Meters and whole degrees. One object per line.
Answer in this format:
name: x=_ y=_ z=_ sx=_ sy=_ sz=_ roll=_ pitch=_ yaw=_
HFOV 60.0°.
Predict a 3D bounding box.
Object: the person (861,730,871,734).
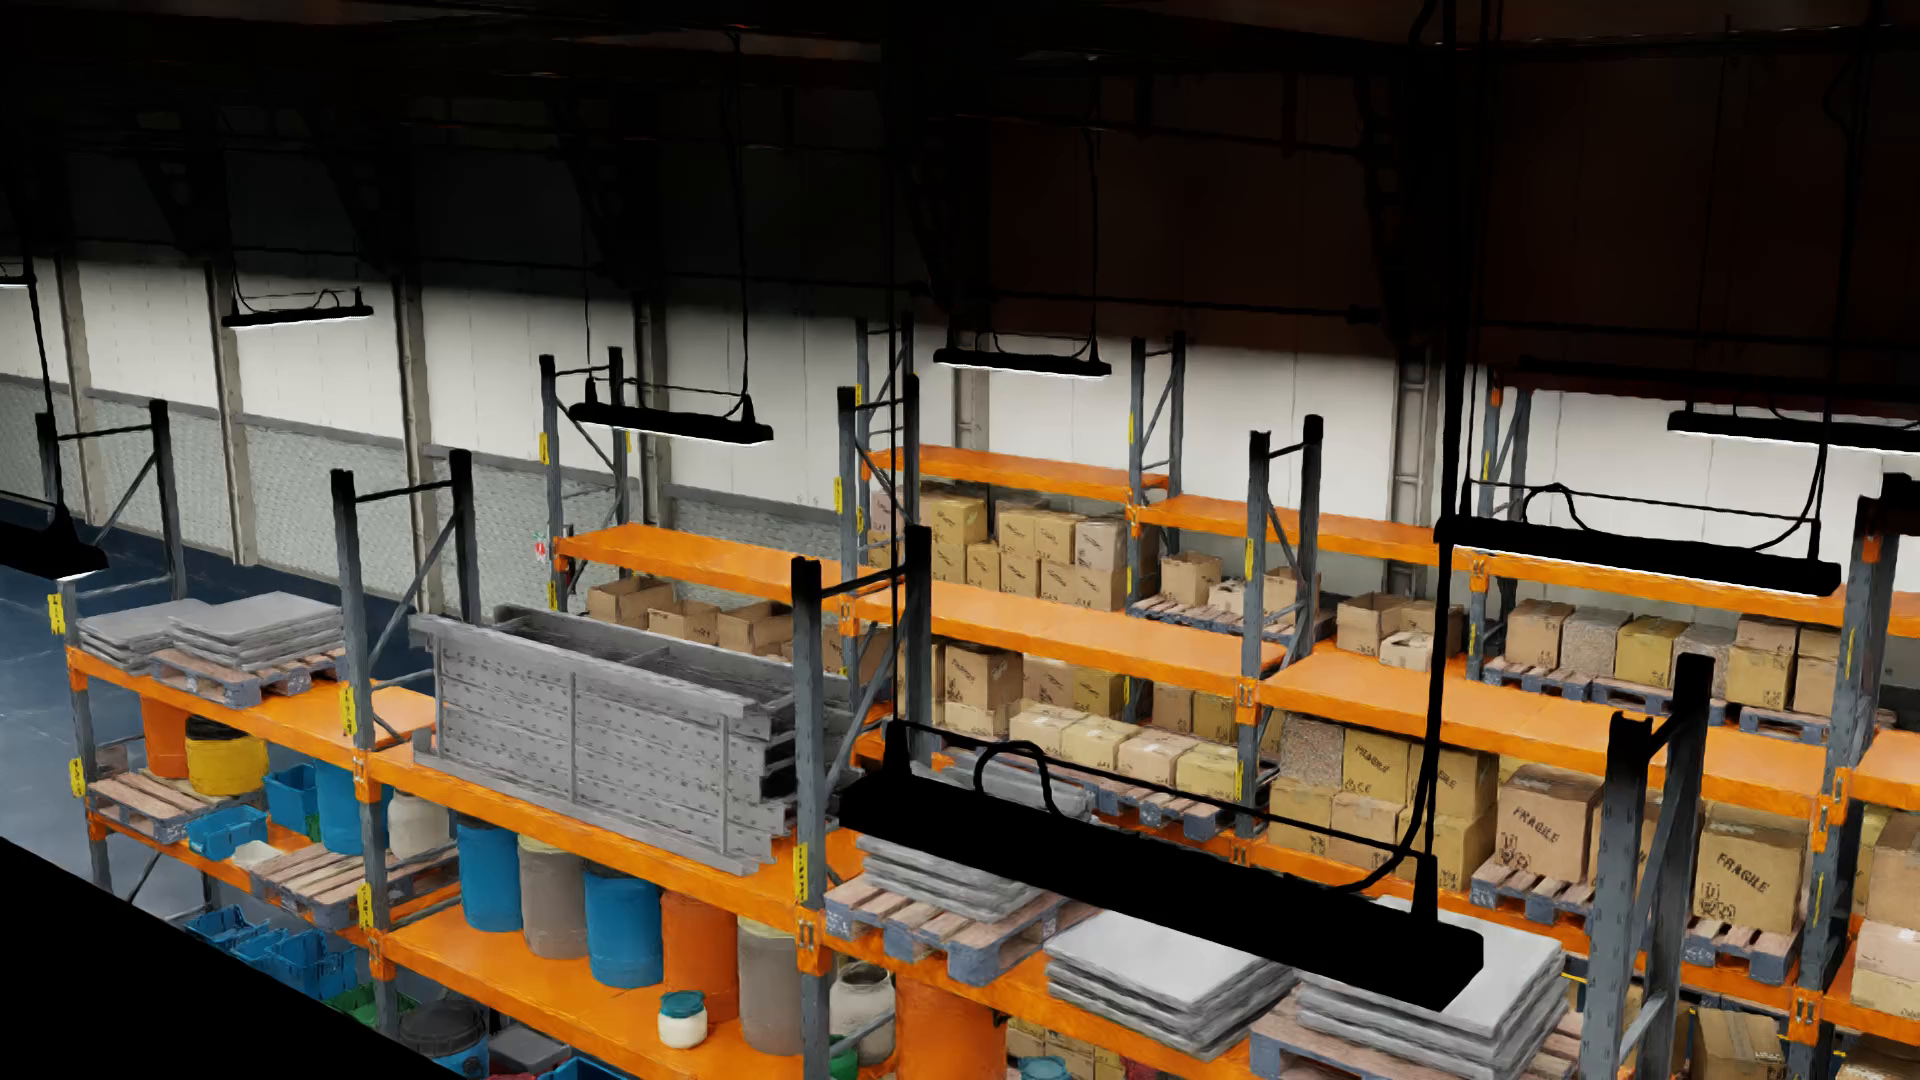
person: x=-1.211 y=2.786 z=19.491 sx=0.553 sy=1.684 sz=0.437 roll=2 pitch=13 yaw=7
